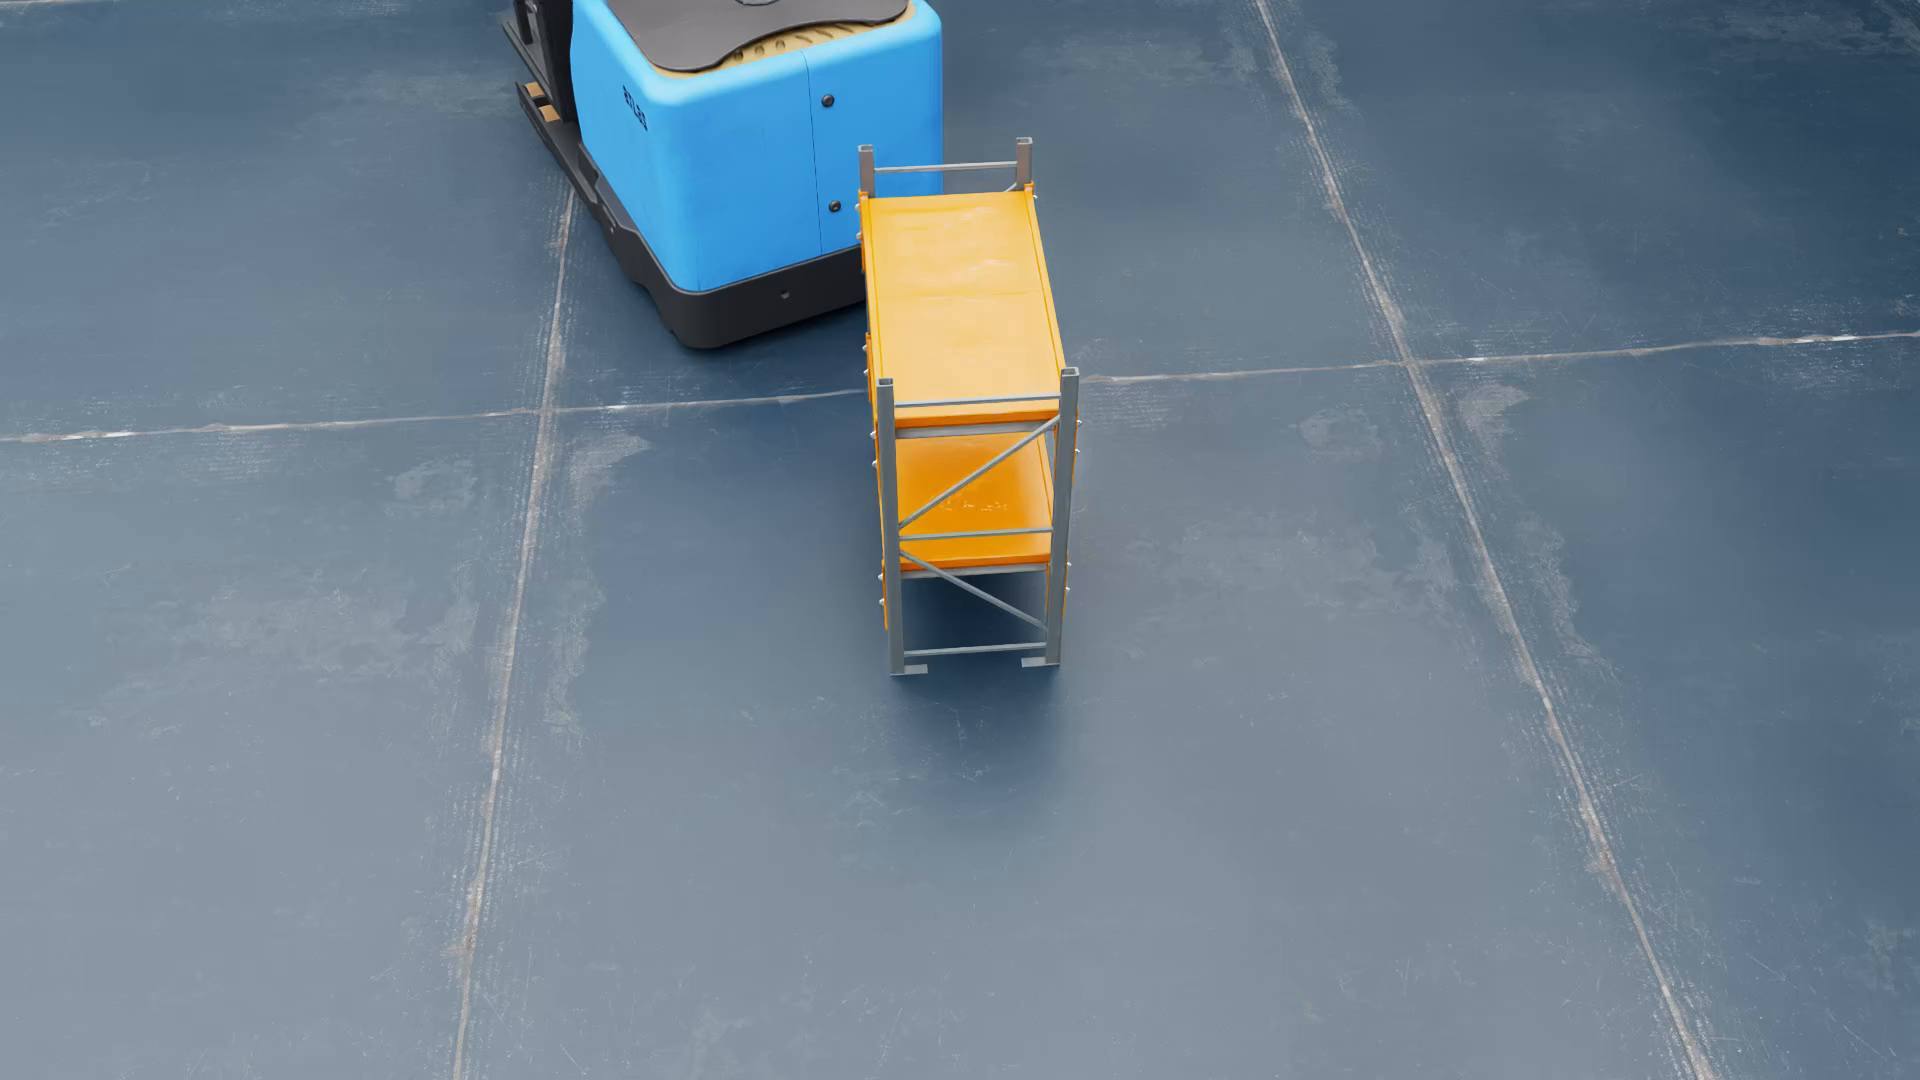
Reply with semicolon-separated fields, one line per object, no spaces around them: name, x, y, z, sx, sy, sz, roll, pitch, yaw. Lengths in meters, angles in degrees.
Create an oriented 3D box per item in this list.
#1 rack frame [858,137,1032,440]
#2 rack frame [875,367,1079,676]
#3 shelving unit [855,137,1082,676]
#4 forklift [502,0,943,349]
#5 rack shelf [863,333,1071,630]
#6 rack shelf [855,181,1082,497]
rack frame;-0.042;-0.750;5.185;0.500;1.125;0.032;-3;47;-3
rack frame;0.043;-0.014;4.489;0.500;1.125;0.032;-3;47;-3
shelving unit;0.001;-0.382;4.837;0.538;1.125;1.048;-3;47;-3
forklift;-1.168;-2.746;5.832;1.130;2.935;3.031;-21;50;-18
rack shelf;0.001;-0.214;5.014;0.538;0.278;1.000;-3;47;-3
rack shelf;0.001;-0.583;4.624;0.538;0.278;1.000;-3;47;-3
